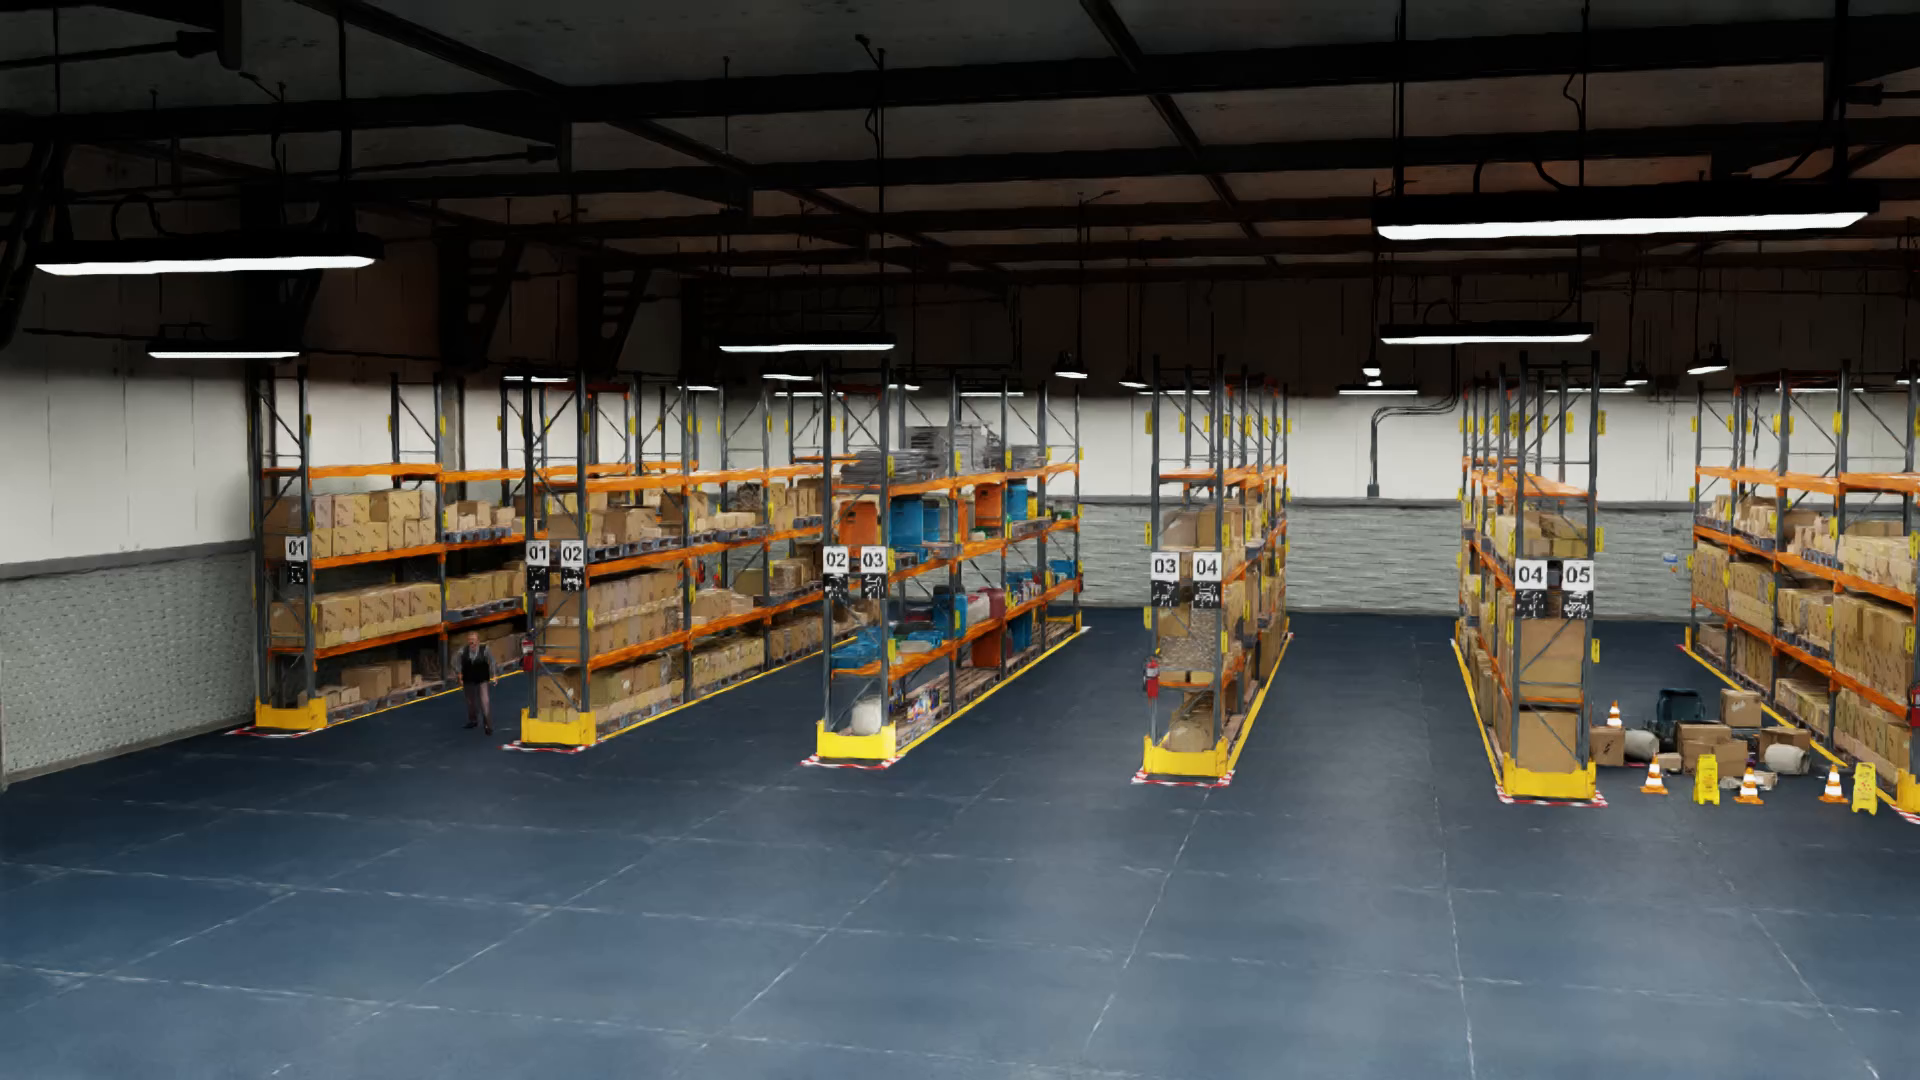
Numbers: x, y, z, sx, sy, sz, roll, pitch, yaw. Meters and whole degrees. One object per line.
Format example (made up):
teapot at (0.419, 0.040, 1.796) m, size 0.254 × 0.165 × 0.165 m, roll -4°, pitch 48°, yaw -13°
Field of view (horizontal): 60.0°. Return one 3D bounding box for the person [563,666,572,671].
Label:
person at (-8.005, 1.858, 33.826) m, size 0.466 × 1.588 × 1.081 m, roll 0°, pitch 4°, yaw 5°

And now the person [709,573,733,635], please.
person at (-5.325, 1.591, 36.987) m, size 0.677 × 1.742 × 0.547 m, roll 1°, pitch 4°, yaw 13°

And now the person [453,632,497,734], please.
person at (-7.863, 2.301, 27.071) m, size 0.683 × 1.662 × 0.837 m, roll 0°, pitch 4°, yaw -2°
